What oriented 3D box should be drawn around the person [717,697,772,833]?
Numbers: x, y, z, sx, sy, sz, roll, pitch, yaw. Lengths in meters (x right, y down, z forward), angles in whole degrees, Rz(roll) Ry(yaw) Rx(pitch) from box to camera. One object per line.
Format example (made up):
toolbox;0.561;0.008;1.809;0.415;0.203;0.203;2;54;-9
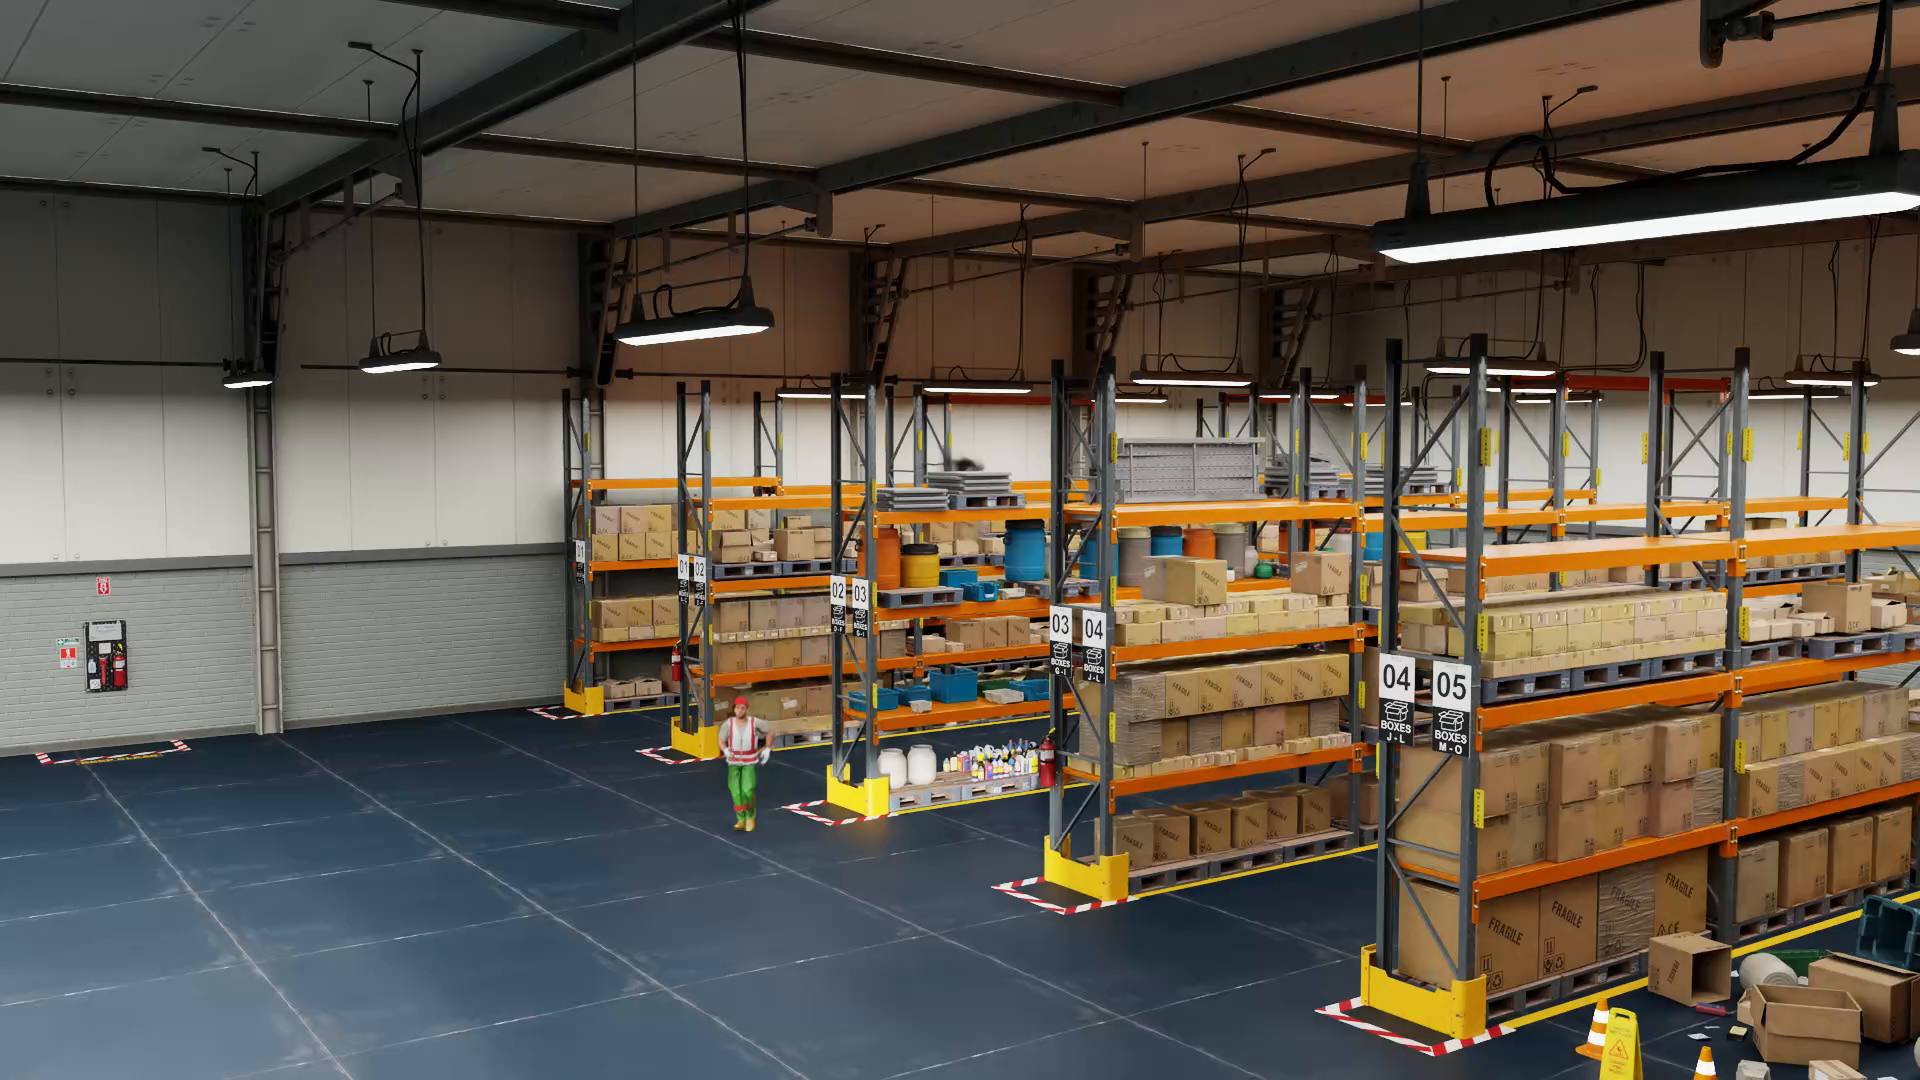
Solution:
person;-2.794;2.910;21.439;0.675;1.789;0.680;0;4;2
